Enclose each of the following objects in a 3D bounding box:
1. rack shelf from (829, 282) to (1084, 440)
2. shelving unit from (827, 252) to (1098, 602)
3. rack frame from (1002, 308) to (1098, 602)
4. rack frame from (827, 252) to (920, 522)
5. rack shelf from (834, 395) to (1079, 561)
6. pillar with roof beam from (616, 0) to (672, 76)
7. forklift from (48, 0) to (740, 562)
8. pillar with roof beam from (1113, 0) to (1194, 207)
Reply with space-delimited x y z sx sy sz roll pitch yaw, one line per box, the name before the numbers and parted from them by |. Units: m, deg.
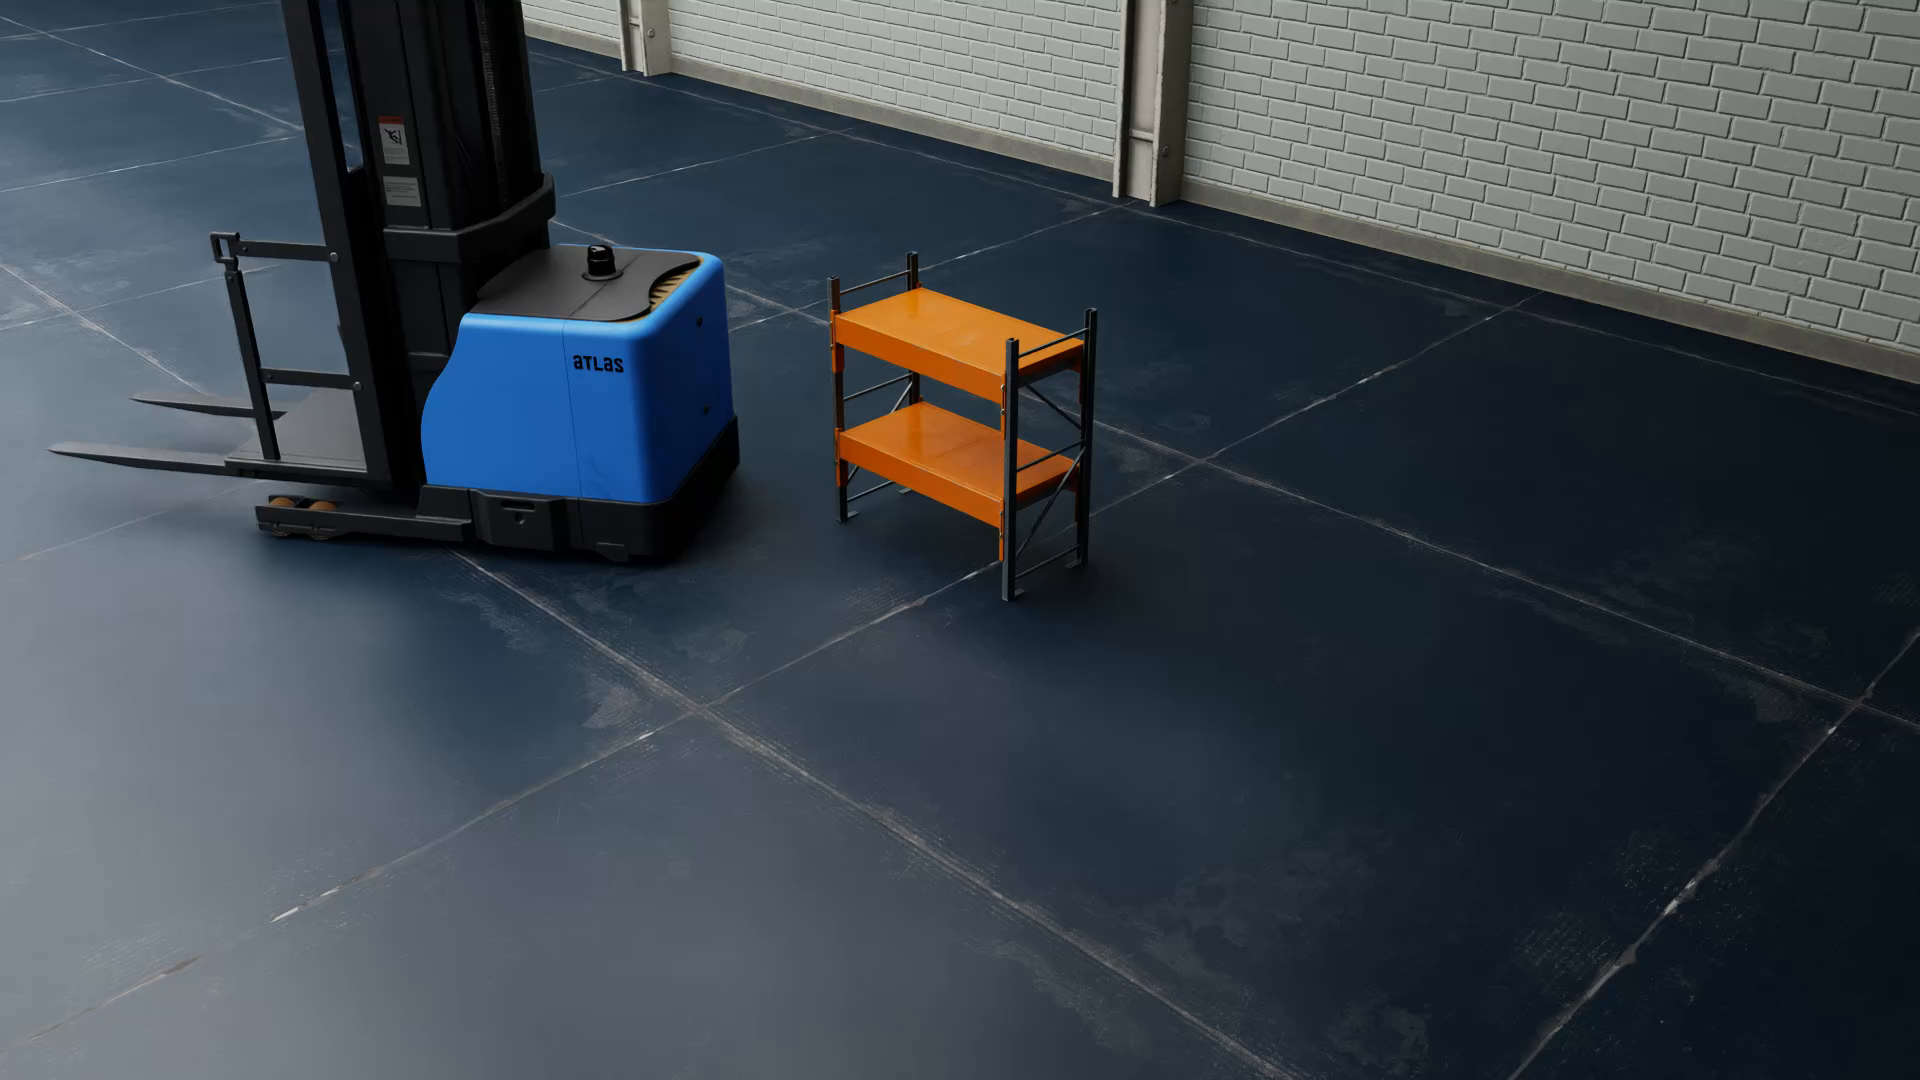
rack shelf | -0.005 -0.759 6.856 1.000 0.278 0.538 25 36 38
shelving unit | -0.005 -0.500 6.992 1.048 1.125 0.538 25 36 38
rack frame | 0.358 -0.334 6.677 0.032 1.125 0.500 25 36 38
rack frame | -0.367 -0.666 7.308 0.032 1.125 0.500 25 36 38
rack shelf | -0.005 -0.284 7.106 1.000 0.278 0.538 25 36 38
pillar with roof beam | -5.955 -6.972 10.840 0.400 9.000 9.100 25 36 38
forklift | -2.599 -1.531 7.011 3.031 2.935 1.130 5 28 10
pillar with roof beam | -1.676 -5.014 7.117 0.400 9.000 9.100 25 36 38
